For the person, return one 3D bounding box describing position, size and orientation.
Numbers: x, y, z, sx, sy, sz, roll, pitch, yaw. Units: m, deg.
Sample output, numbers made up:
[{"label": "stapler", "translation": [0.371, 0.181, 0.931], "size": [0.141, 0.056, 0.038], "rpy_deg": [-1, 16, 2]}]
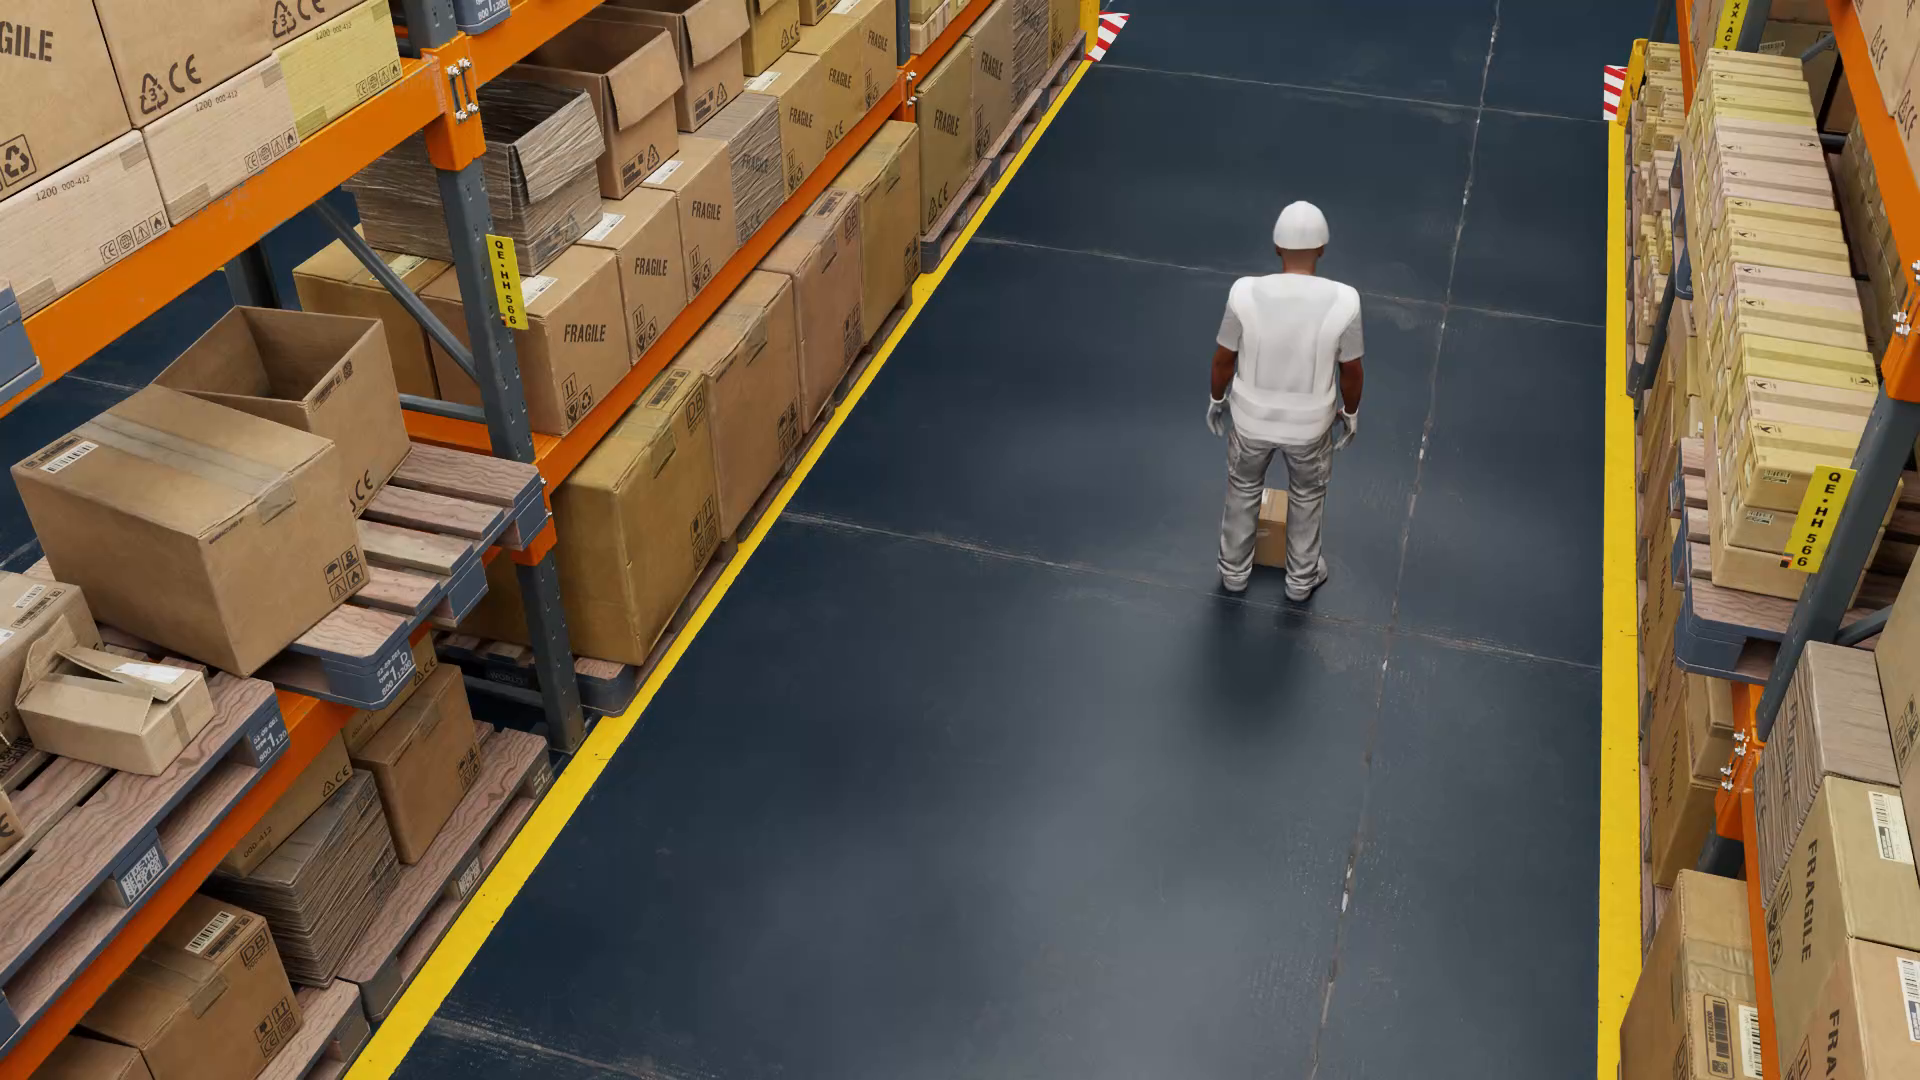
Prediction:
[{"label": "person", "translation": [1.332, -0.534, 6.858], "size": [0.617, 1.771, 0.452], "rpy_deg": [9, 38, 12]}]
